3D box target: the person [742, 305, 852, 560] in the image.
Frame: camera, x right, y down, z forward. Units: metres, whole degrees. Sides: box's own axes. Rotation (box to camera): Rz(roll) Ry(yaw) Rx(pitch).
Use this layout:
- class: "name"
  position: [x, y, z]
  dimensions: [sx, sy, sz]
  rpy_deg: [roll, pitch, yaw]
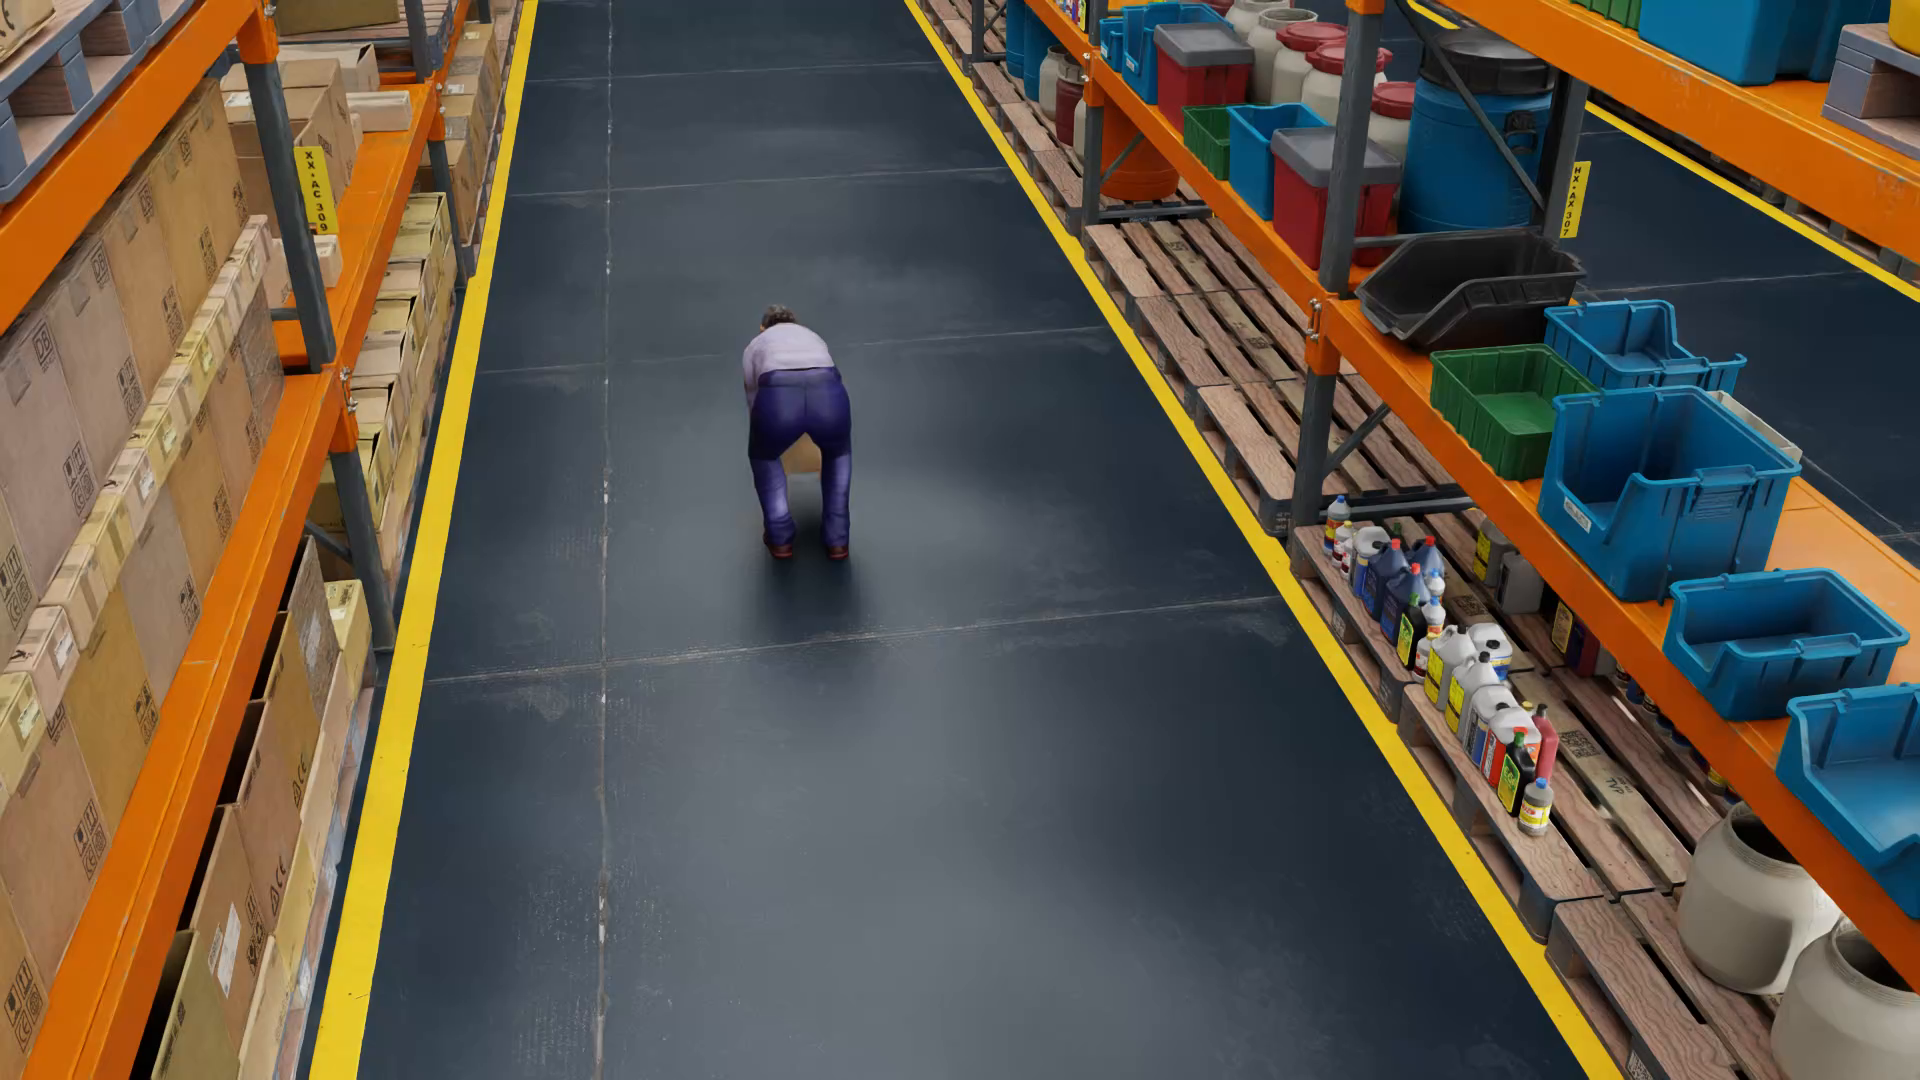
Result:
- class: "person"
  position: [-0.744, -0.482, 7.584]
  dimensions: [0.471, 1.005, 0.910]
  rpy_deg: [-6, 31, -11]
